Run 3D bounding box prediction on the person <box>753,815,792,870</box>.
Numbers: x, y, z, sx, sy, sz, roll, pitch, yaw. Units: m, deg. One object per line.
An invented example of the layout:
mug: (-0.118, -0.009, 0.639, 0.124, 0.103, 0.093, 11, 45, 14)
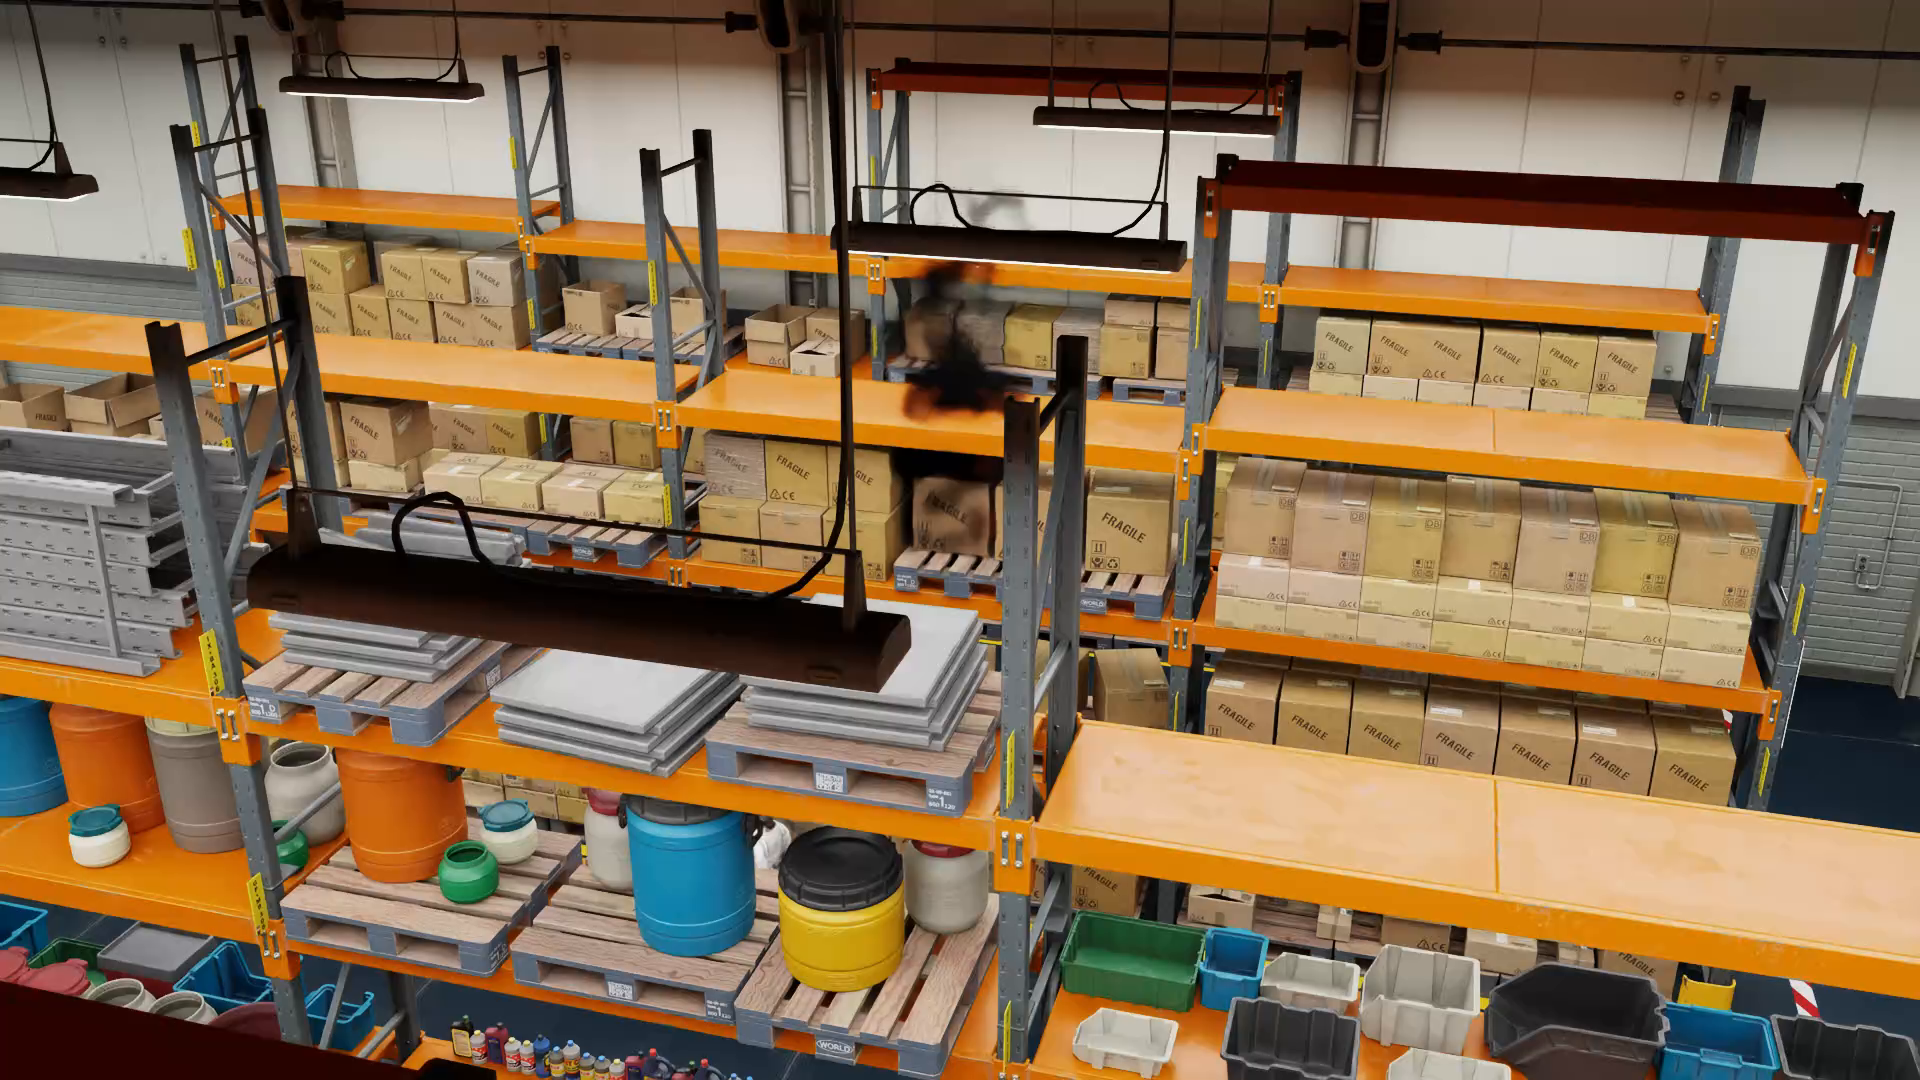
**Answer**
person: (-1.387, 2.552, 11.767, 0.516, 1.655, 0.602, 6, 23, 15)
